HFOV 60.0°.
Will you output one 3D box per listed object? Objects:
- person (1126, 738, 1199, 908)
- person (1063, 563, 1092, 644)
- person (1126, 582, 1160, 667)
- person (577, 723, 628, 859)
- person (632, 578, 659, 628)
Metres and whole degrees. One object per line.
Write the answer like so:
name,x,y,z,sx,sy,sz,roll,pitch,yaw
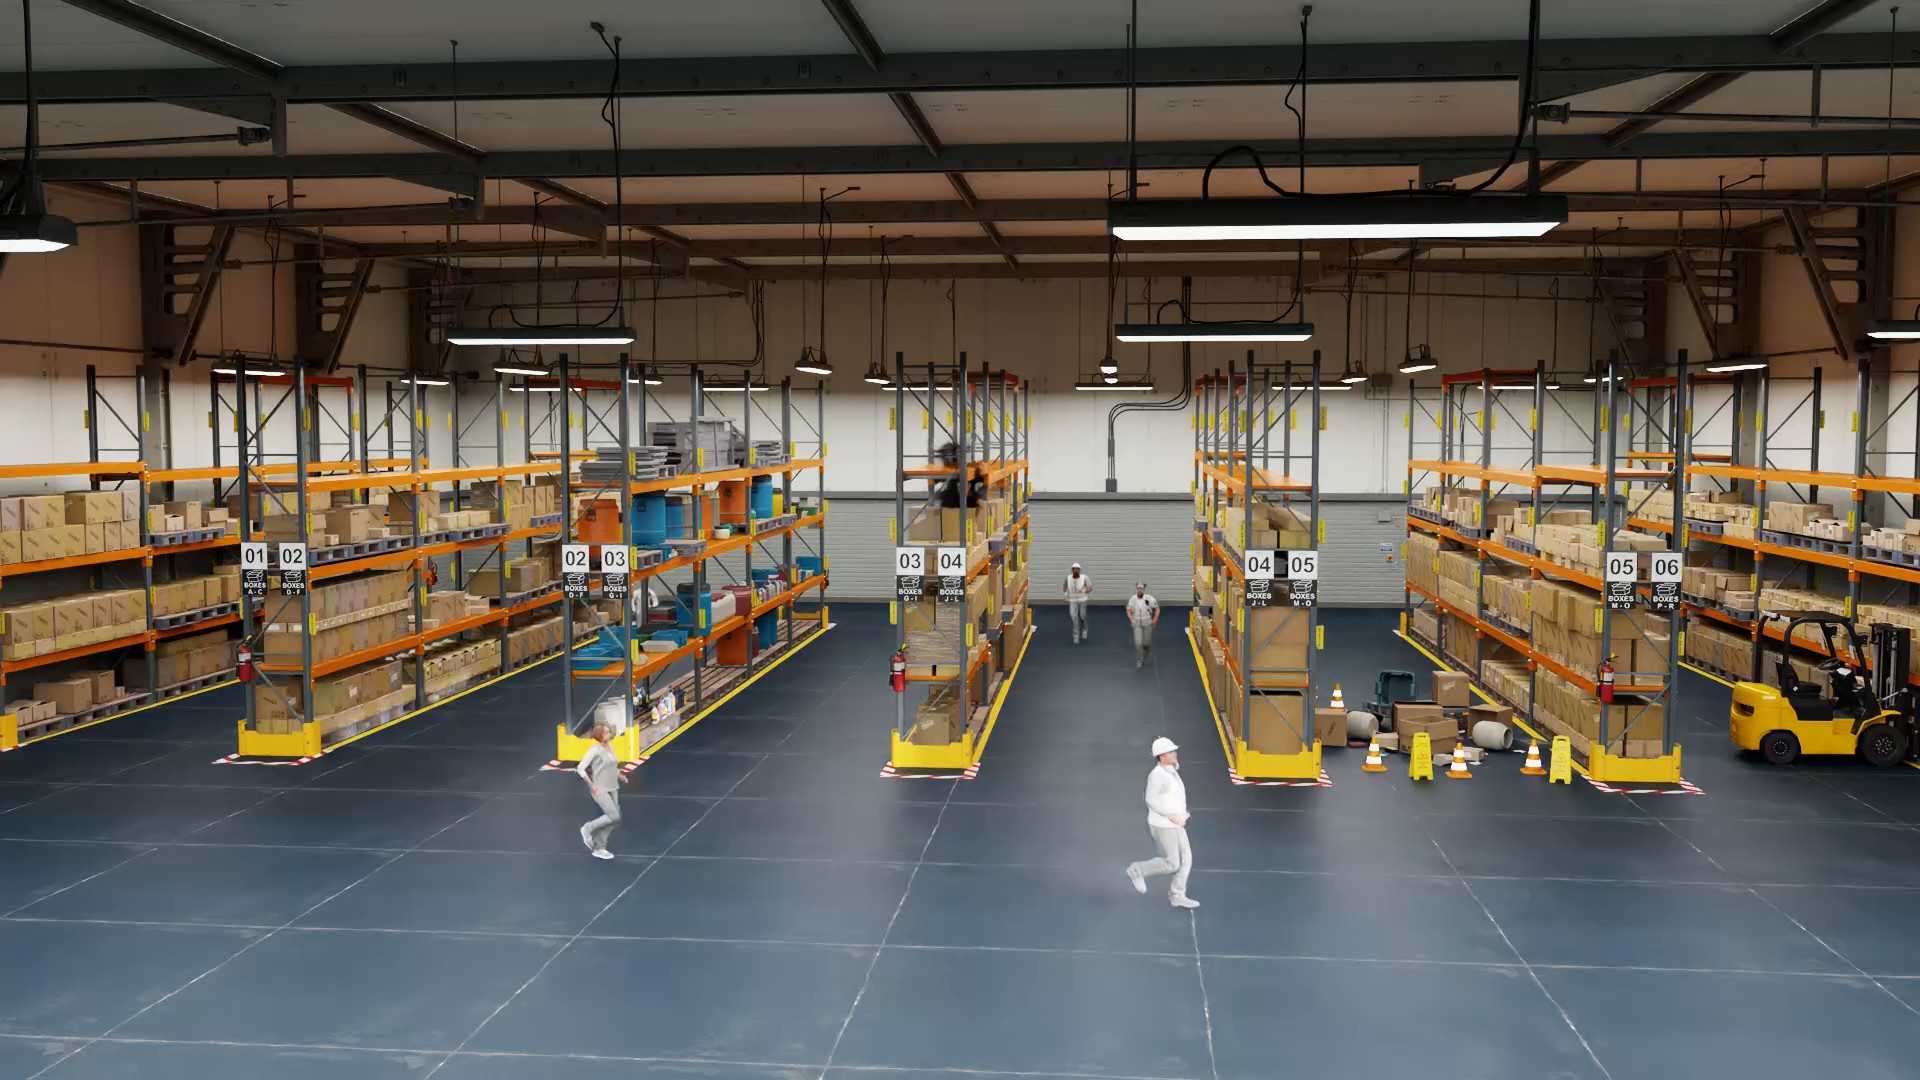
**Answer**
person,2.113,2.910,17.177,0.762,1.738,0.675,2,4,24
person,2.659,1.418,37.824,0.670,1.803,0.888,1,4,10
person,3.744,1.722,34.100,0.681,1.757,0.669,1,4,13
person,-4.063,2.922,19.032,0.541,1.466,0.533,2,4,23
person,-6.873,1.613,36.198,0.615,1.657,0.555,-1,4,-10
